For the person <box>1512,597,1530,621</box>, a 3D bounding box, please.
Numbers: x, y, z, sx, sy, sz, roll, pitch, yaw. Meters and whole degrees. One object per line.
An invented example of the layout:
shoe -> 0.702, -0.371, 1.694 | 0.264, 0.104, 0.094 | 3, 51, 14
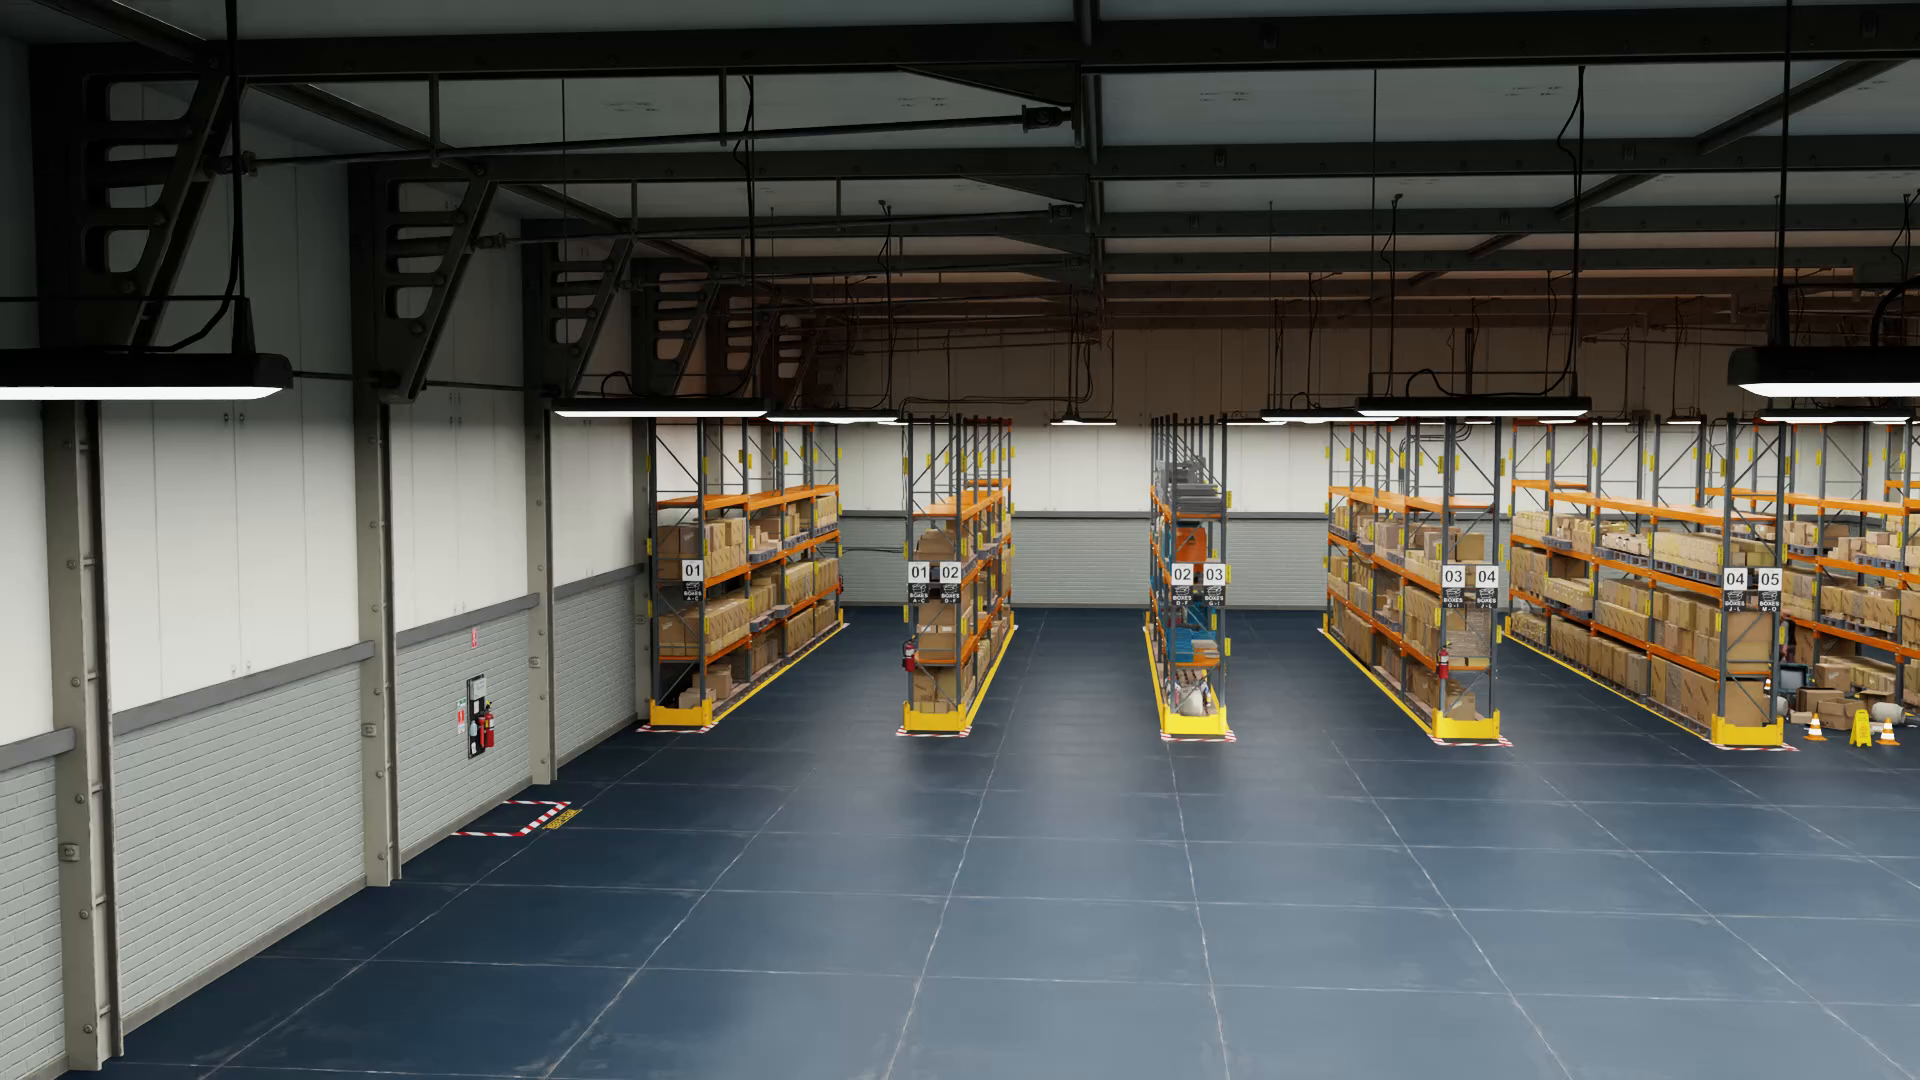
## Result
person -> 15.939, 1.652, 47.205 | 0.703, 1.782, 0.597 | 1, 4, 21

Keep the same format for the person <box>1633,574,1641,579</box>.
person -> 19.560, 1.701, 47.952 | 0.827, 1.561, 0.421 | -1, 4, -13

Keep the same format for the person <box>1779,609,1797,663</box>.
person -> 18.312, 2.410, 36.772 | 0.521, 1.757, 0.557 | -1, 4, -12
